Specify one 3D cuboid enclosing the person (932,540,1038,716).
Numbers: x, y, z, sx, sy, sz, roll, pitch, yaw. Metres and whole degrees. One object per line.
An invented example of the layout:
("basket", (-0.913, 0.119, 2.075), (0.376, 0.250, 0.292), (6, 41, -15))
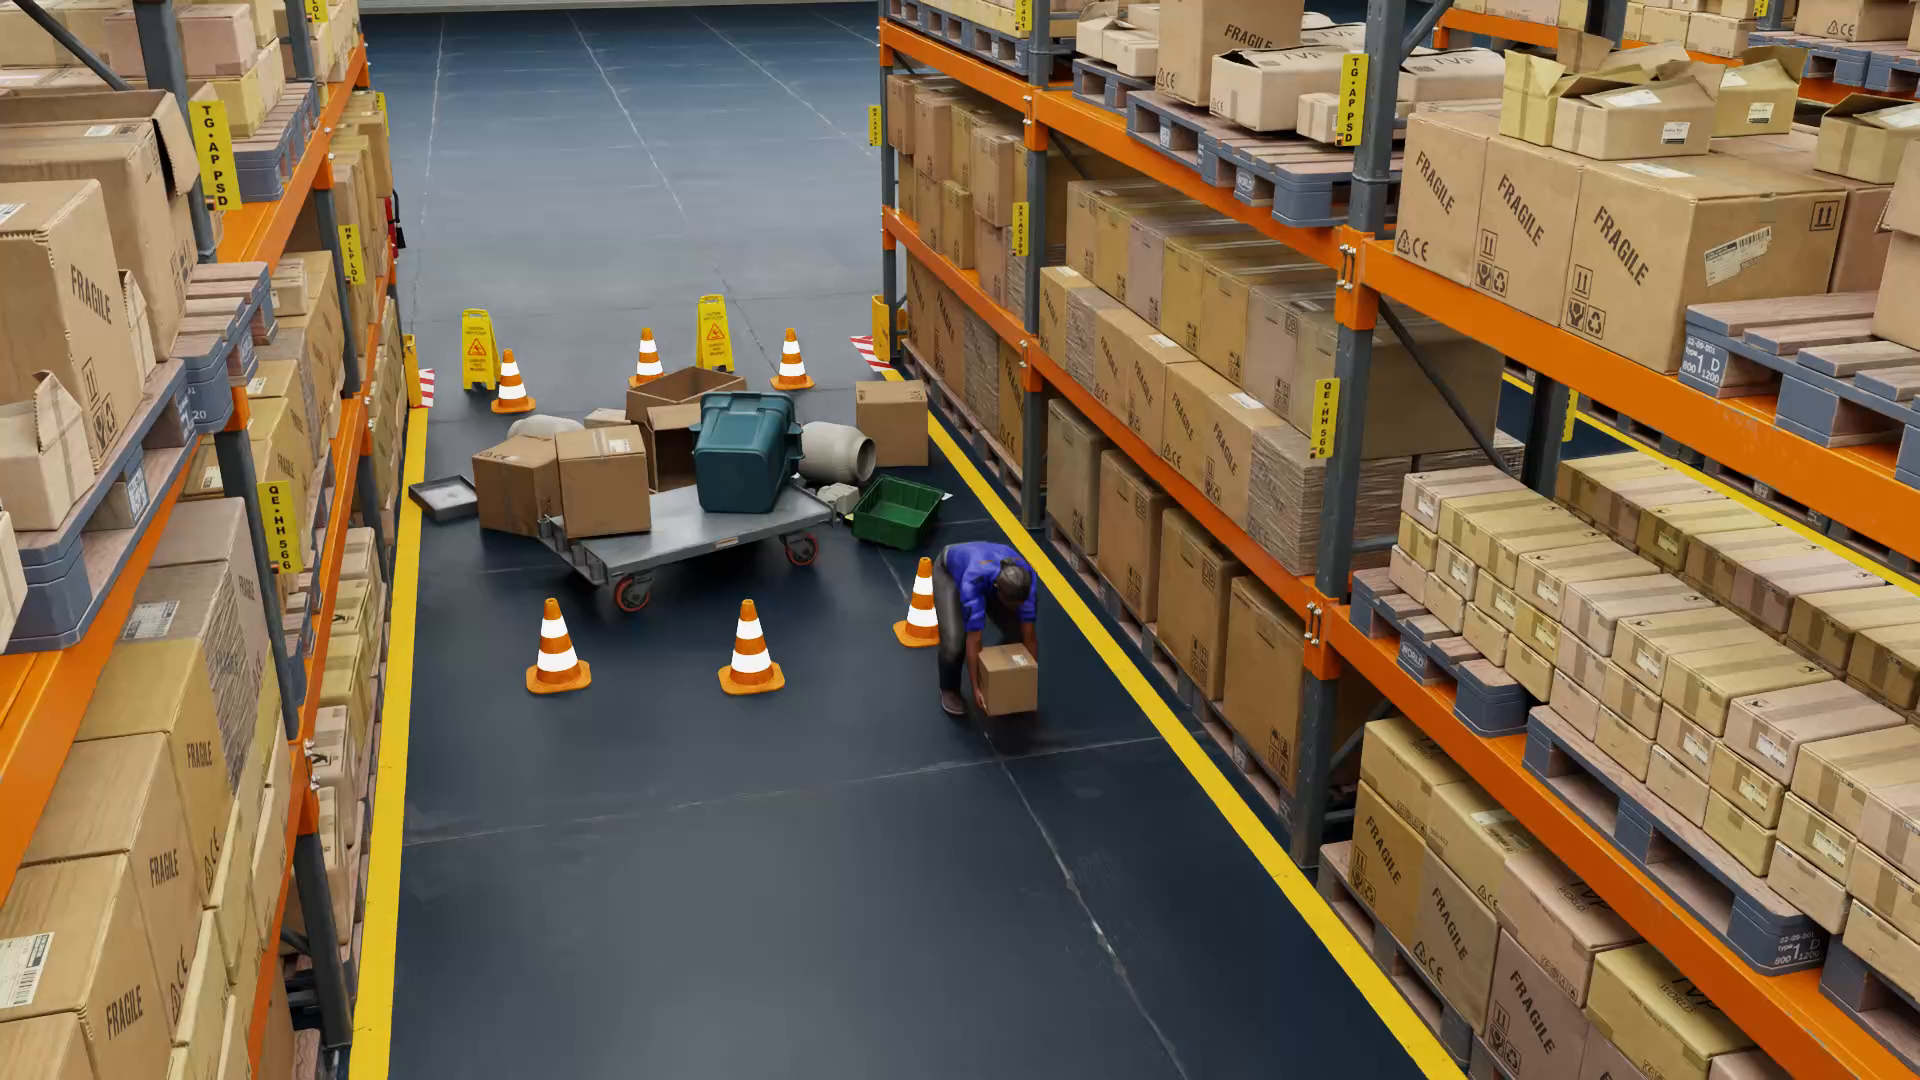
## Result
("person", (0.136, 0.453, 8.389), (0.465, 0.996, 0.862), (-7, 24, -17))
